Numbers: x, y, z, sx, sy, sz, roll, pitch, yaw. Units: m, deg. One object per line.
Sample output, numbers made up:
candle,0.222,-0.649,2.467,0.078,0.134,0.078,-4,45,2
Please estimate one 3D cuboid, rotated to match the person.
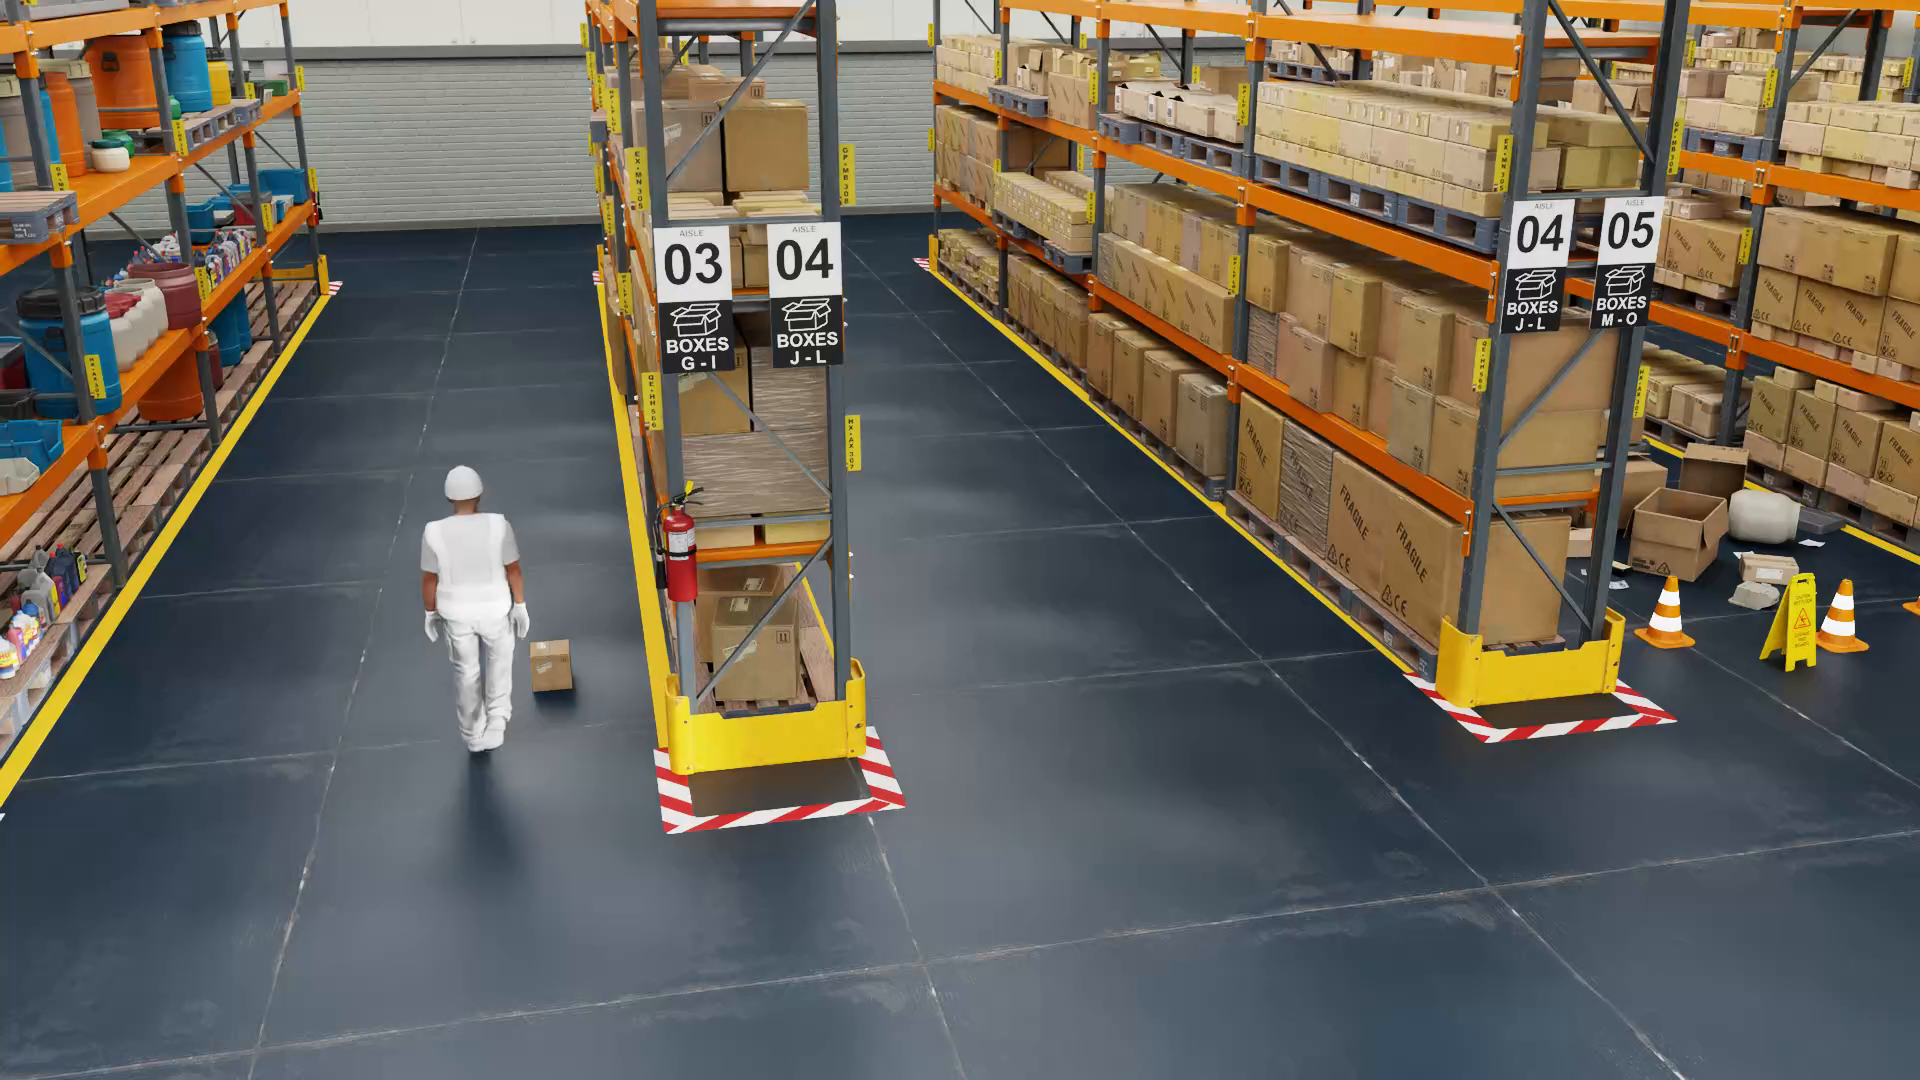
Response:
person,-2.845,0.423,9.771,0.597,1.774,0.540,-5,20,-14
